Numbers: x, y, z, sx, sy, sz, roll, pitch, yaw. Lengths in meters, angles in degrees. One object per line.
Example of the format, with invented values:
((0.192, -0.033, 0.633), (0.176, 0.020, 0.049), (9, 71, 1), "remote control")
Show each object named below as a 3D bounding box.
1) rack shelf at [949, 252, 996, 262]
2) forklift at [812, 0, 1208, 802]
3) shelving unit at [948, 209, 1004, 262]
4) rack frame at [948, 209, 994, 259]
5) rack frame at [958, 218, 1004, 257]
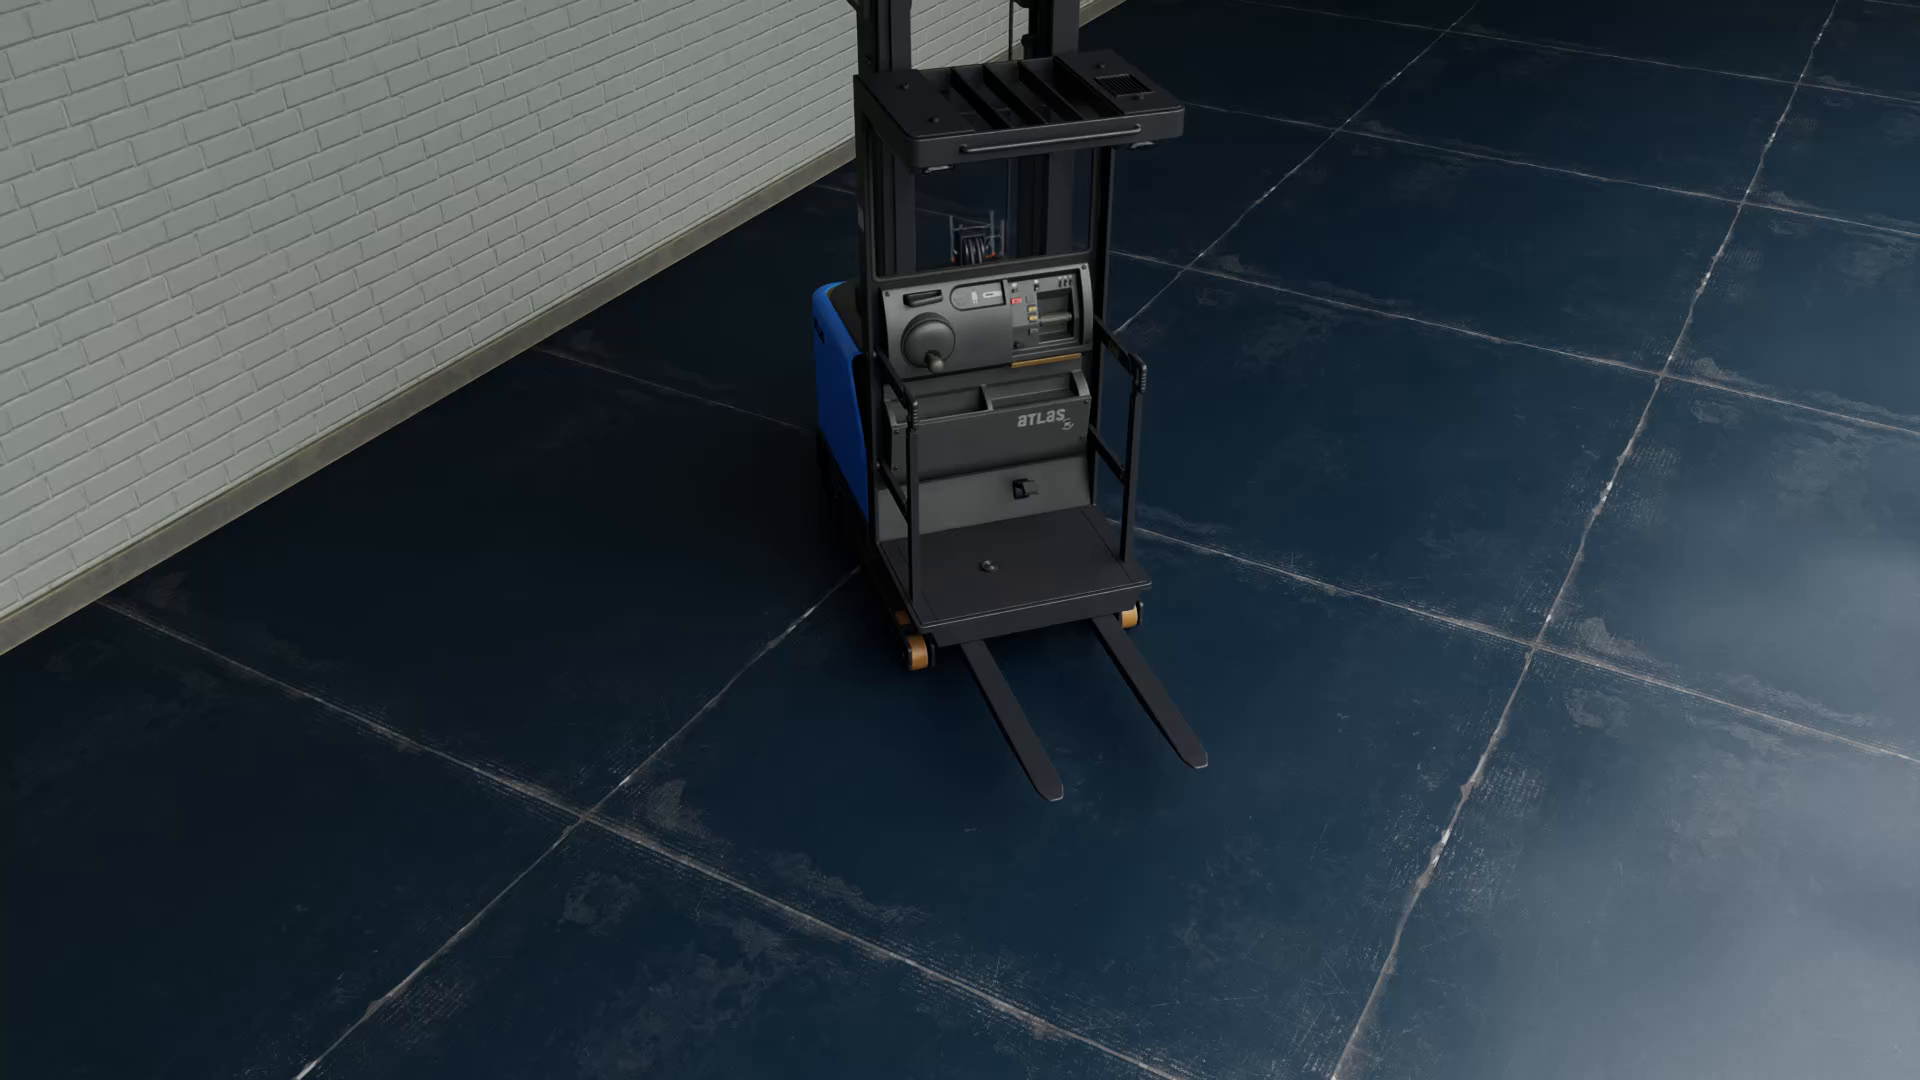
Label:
((0.090, -1.420, 8.722), (0.258, 0.103, 0.180), (-9, 28, -14), "rack shelf")
((0.191, -0.892, 6.944), (1.130, 2.935, 3.031), (-10, 35, -15), "forklift")
((0.100, -1.141, 8.868), (0.258, 1.200, 0.189), (-9, 28, -14), "shelving unit")
((0.074, -1.180, 8.946), (0.240, 1.200, 0.006), (-9, 28, -14), "rack frame")
((0.125, -1.101, 8.789), (0.240, 1.200, 0.006), (-9, 28, -14), "rack frame")
